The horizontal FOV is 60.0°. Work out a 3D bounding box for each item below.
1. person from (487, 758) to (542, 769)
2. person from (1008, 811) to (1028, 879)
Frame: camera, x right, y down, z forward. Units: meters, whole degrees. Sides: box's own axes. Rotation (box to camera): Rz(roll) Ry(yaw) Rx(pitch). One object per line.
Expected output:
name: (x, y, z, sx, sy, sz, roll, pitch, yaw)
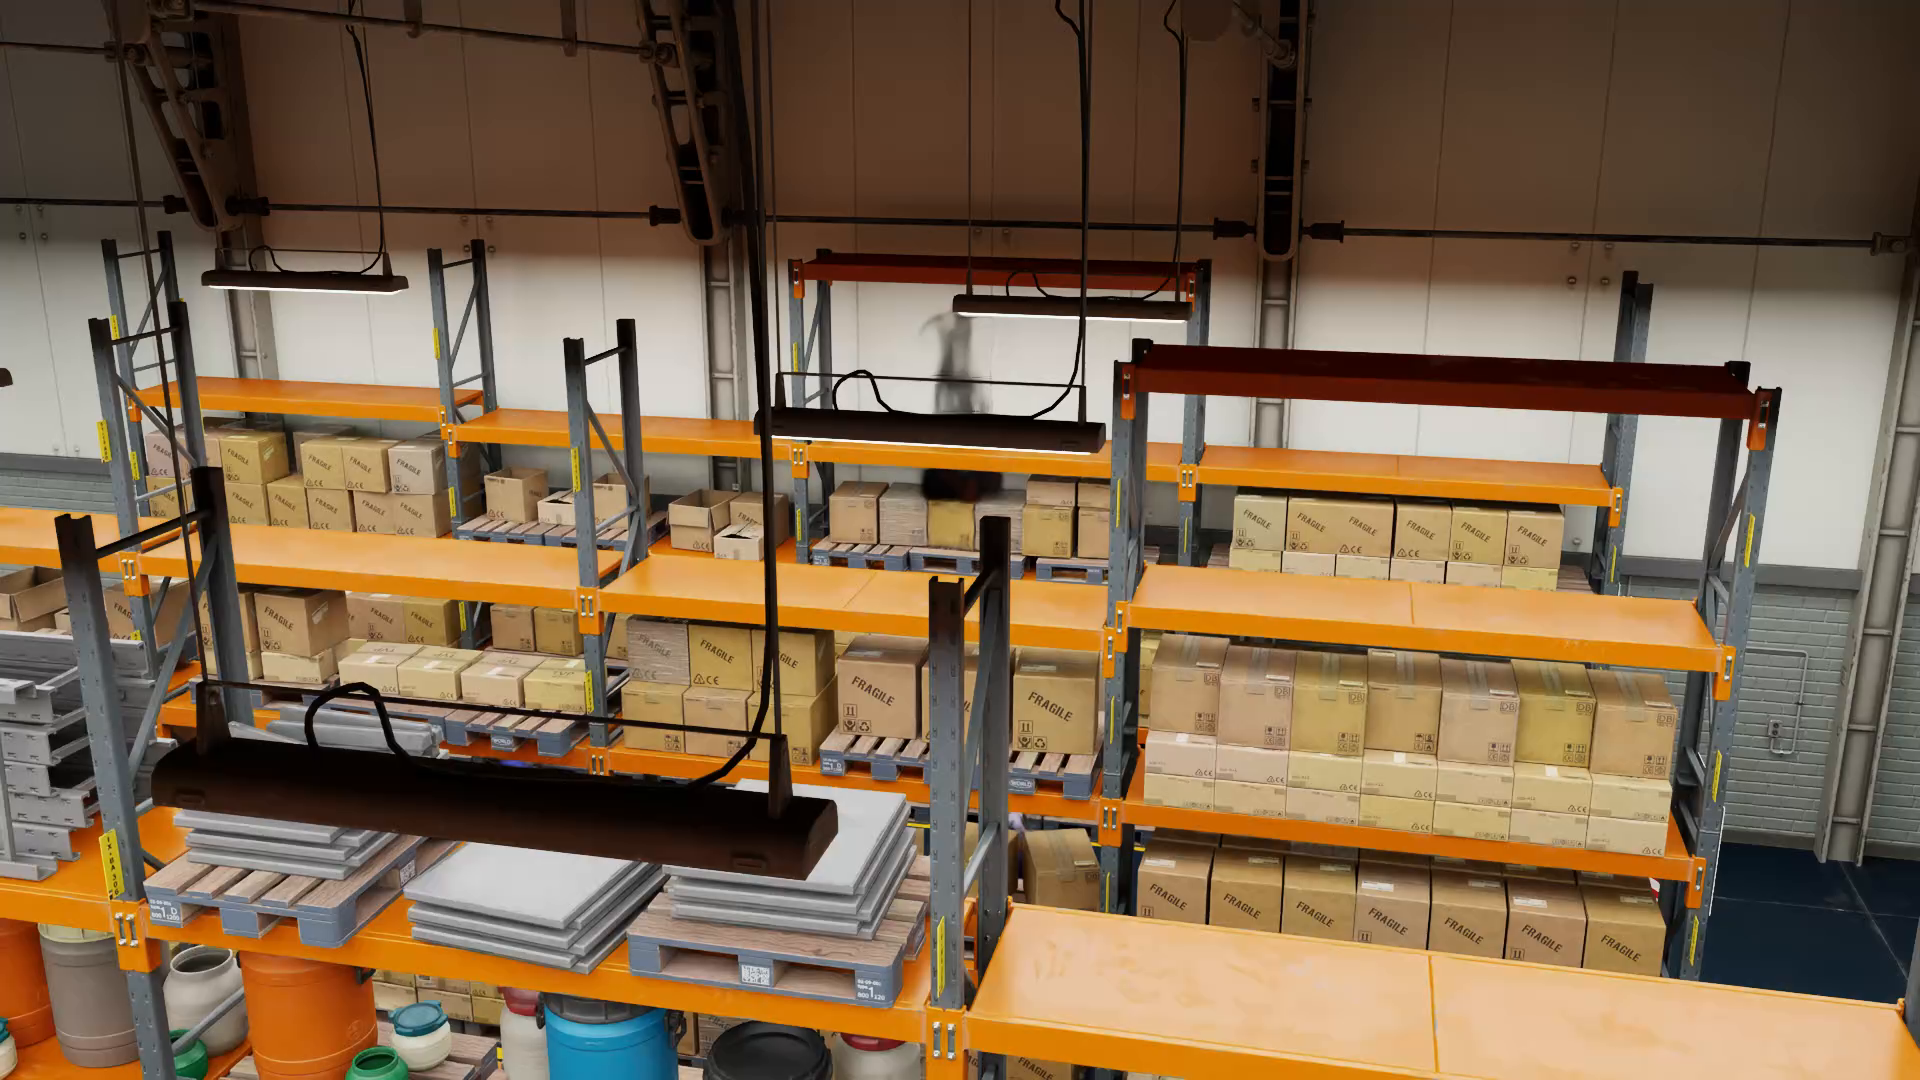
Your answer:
person: (-4.343, 2.654, 16.656, 0.853, 1.486, 0.603, -2, 16, -7)
person: (0.500, 2.994, 15.439, 0.546, 1.518, 0.581, 2, 16, 5)
